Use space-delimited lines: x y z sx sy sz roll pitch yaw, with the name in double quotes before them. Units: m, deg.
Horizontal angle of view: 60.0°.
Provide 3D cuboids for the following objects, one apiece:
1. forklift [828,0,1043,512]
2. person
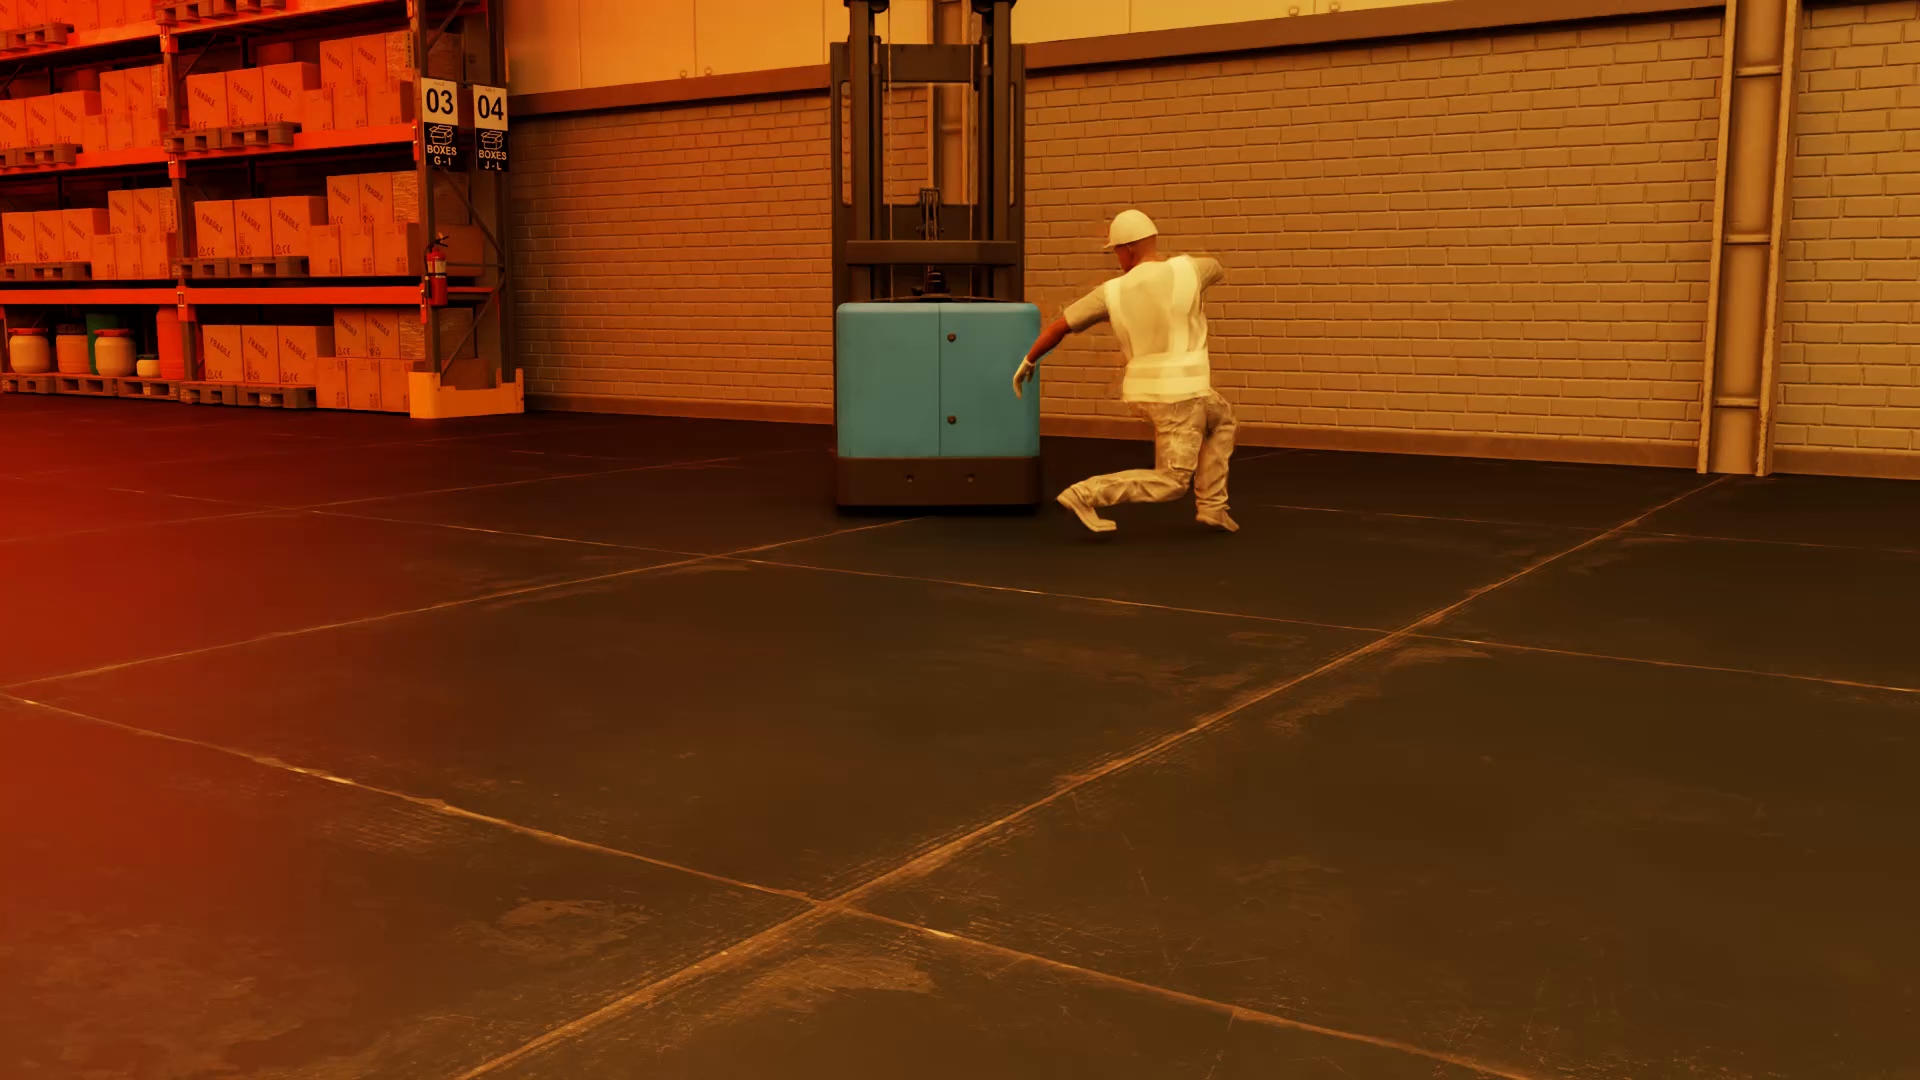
"forklift" -0.196 -1.766 9.613 1.130 2.935 3.031 -1 8 -4
"person" 0.813 -0.764 7.751 0.993 1.513 0.843 -6 10 -37
